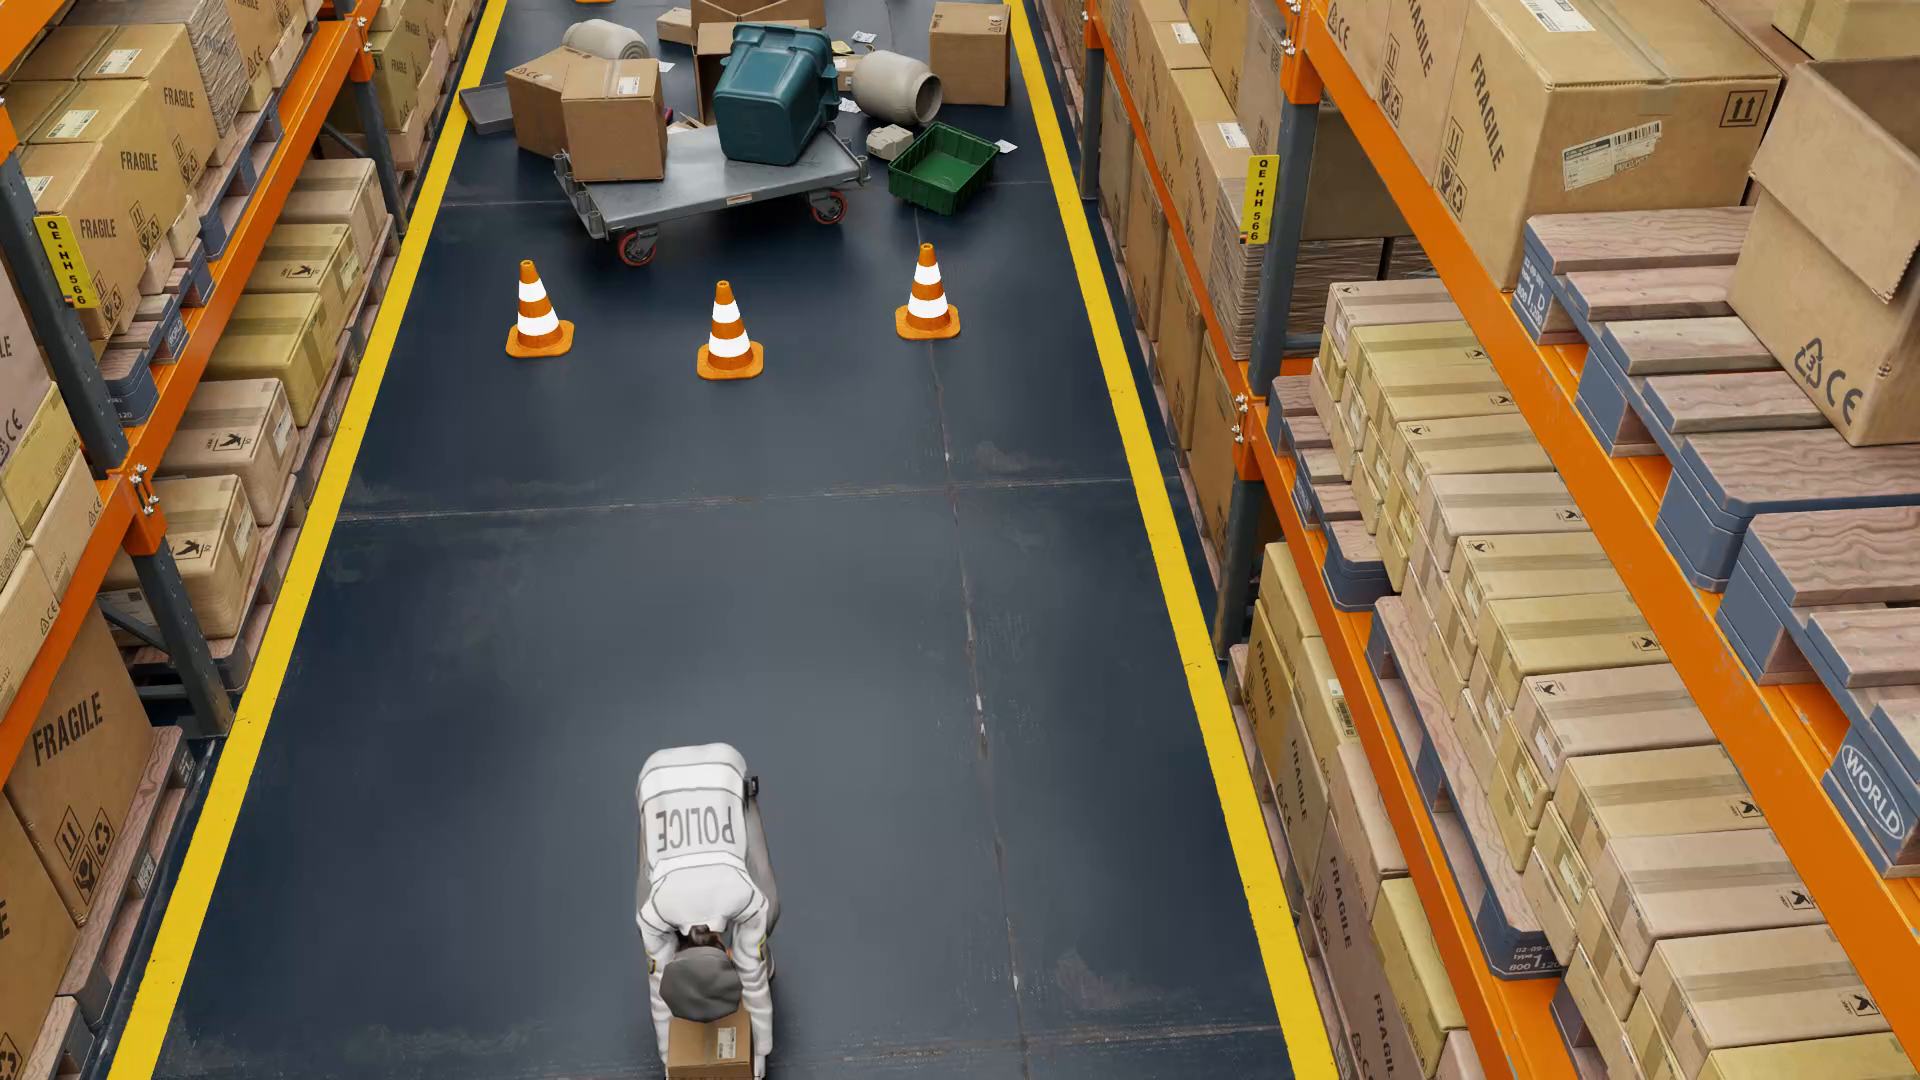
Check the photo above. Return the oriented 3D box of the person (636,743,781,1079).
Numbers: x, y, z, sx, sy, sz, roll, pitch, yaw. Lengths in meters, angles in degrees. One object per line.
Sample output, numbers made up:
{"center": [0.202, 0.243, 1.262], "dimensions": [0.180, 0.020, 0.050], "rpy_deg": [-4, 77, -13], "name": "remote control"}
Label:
{"center": [-0.804, 1.199, 5.303], "dimensions": [0.460, 0.889, 0.879], "rpy_deg": [-5, 40, -6], "name": "person"}
